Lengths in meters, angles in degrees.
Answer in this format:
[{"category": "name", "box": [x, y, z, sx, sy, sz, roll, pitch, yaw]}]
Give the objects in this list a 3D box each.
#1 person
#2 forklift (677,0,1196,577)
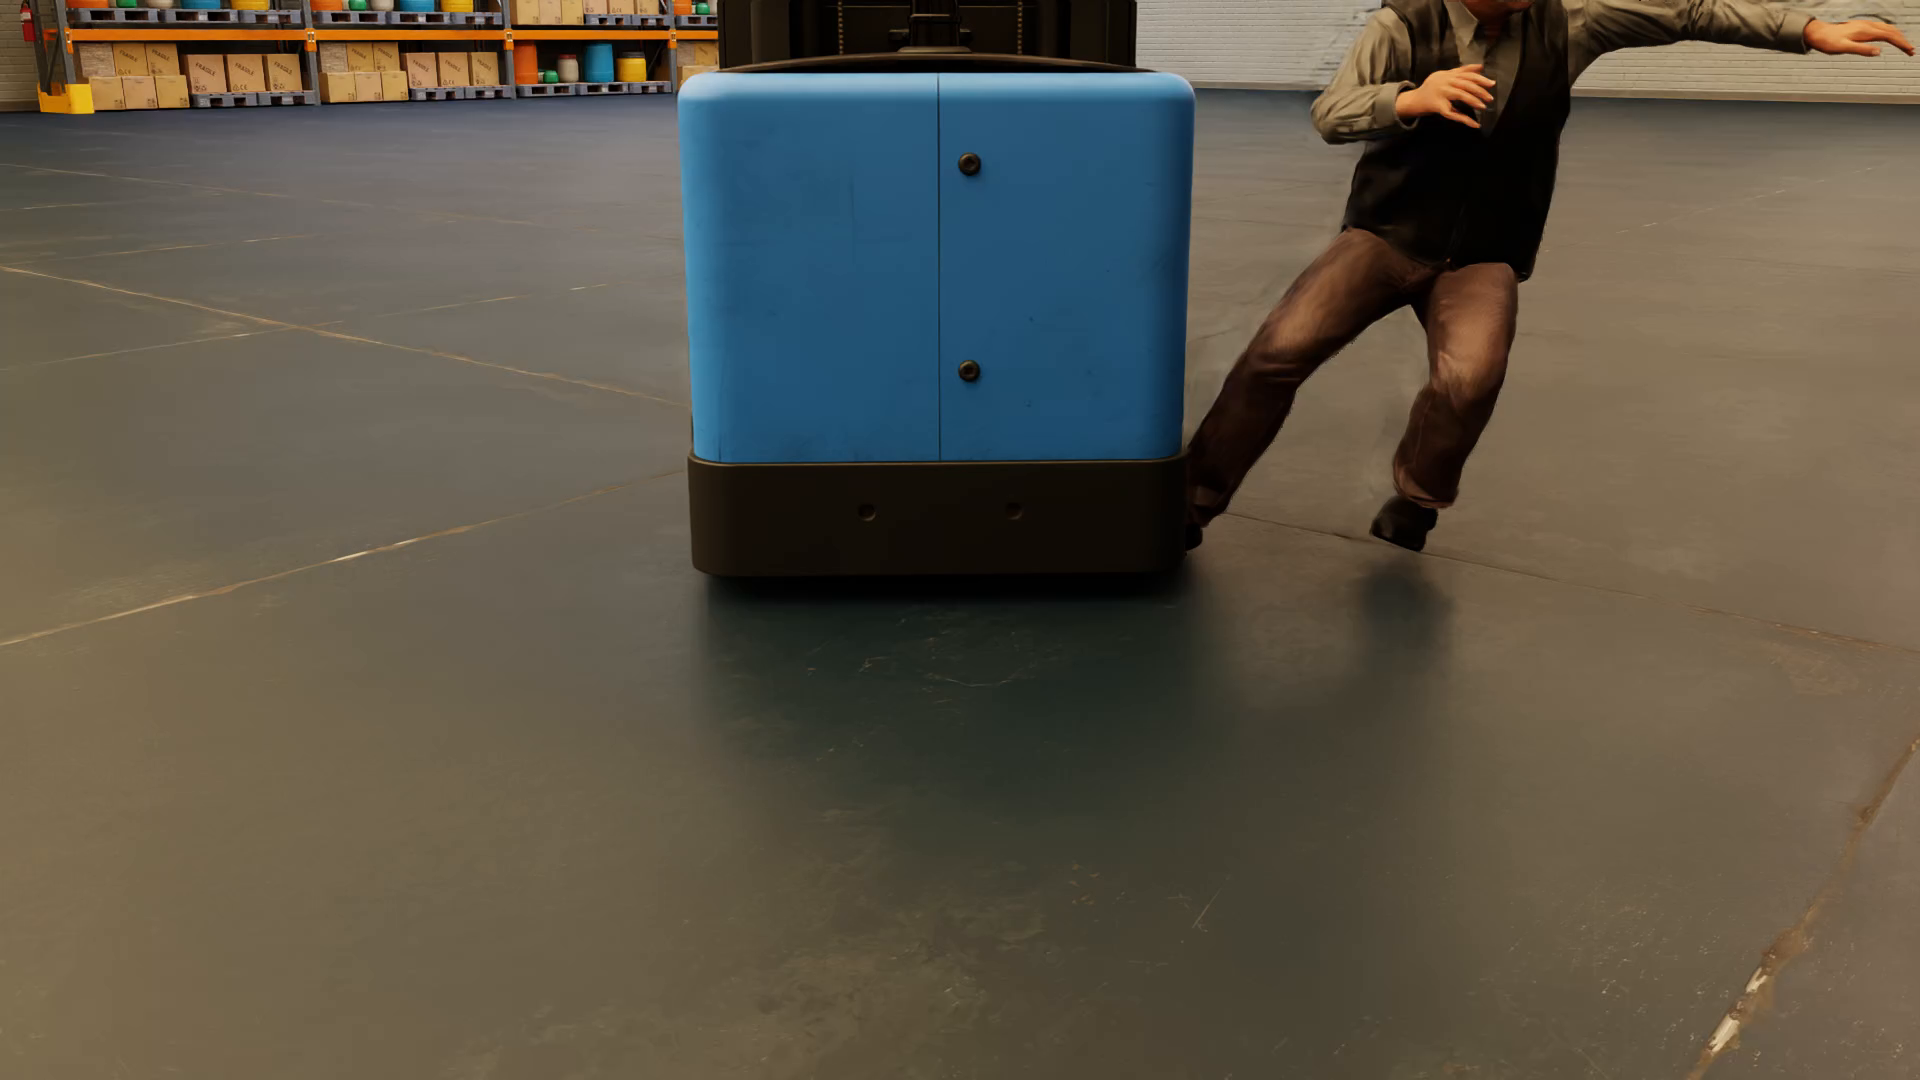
[{"category": "person", "box": [1.093, -0.630, 3.546, 1.577, 1.438, 0.793, 1, 17, 4]}, {"category": "forklift", "box": [-0.094, -1.700, 4.496, 1.130, 2.935, 3.031, -1, 17, -2]}]
